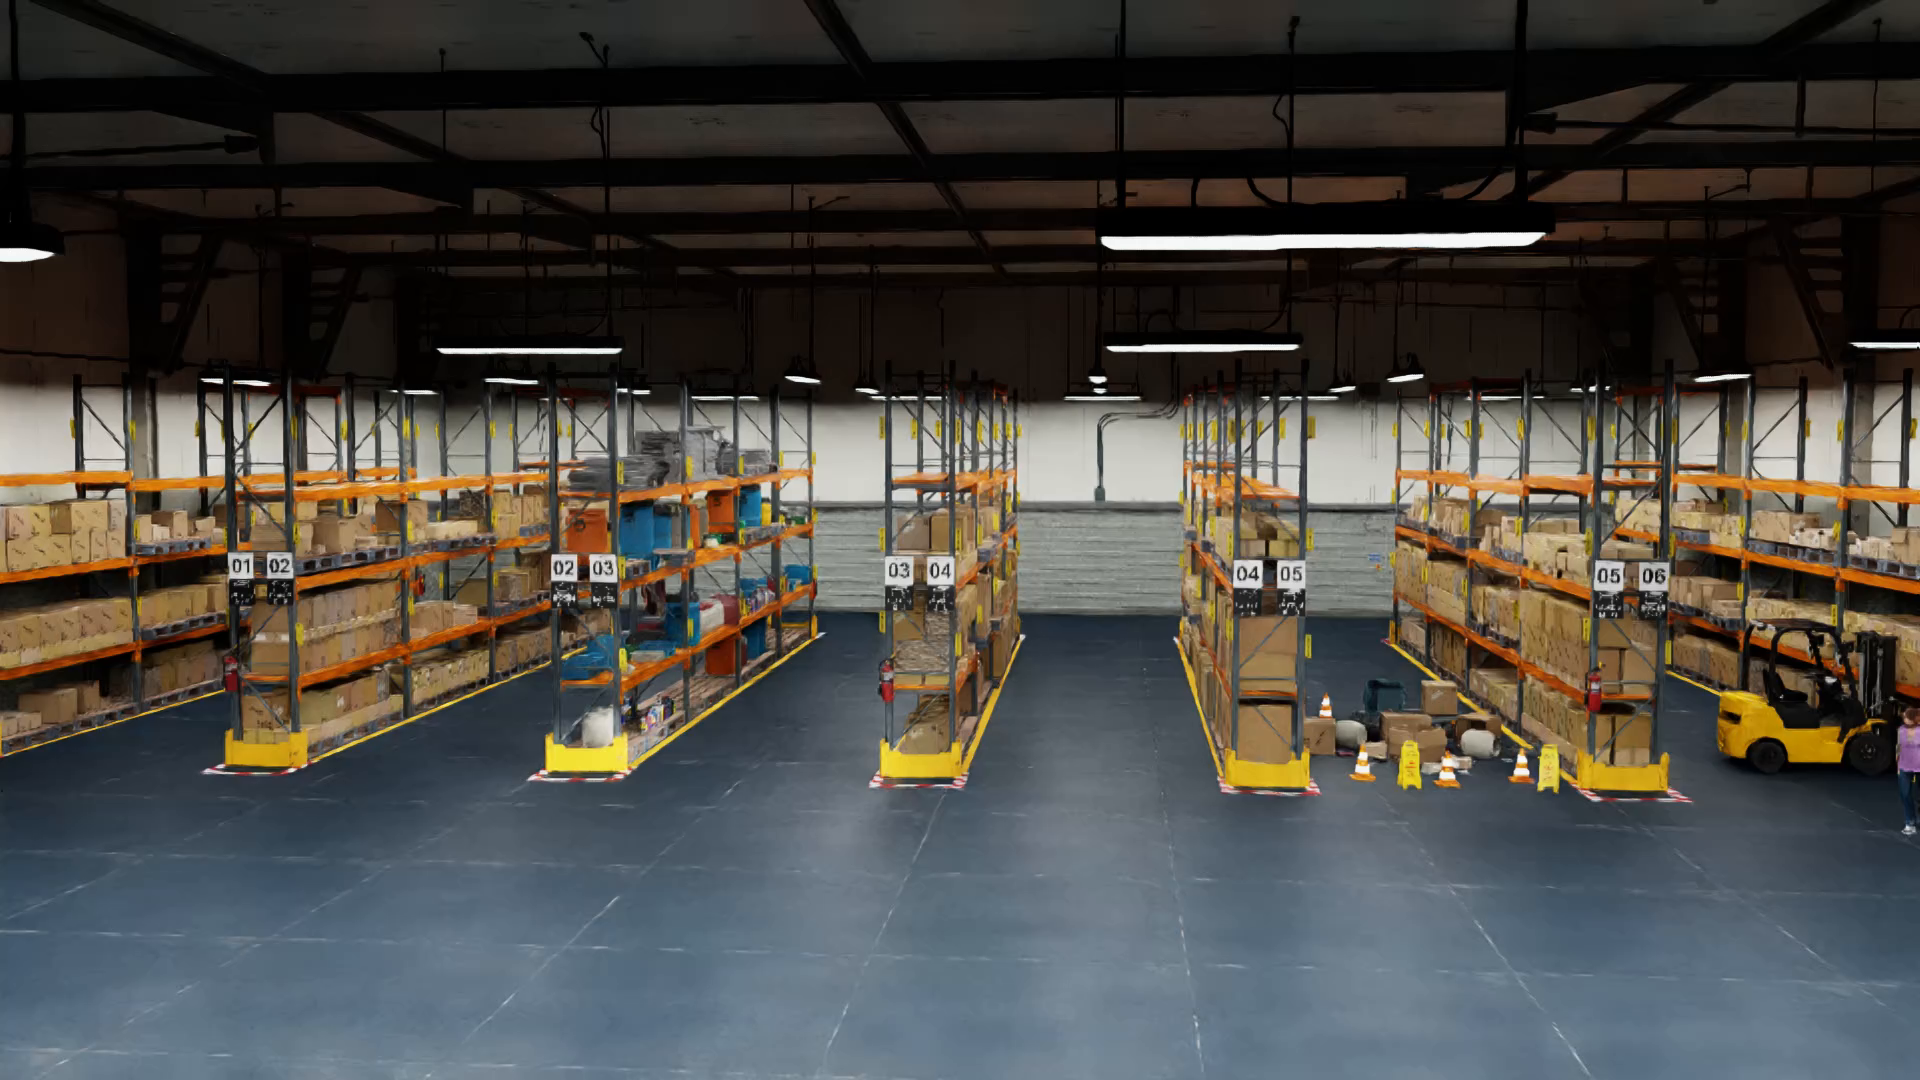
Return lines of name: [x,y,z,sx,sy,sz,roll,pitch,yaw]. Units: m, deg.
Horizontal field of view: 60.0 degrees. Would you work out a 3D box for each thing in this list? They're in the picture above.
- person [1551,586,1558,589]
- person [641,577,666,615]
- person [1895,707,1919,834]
person: [15.085,1.363,41.666,0.459,1.779,0.703,-2,4,-29]
person: [-7.513,1.447,40.784,0.580,1.715,1.101,0,4,-3]
person: [11.907,2.854,20.702,0.462,1.585,0.510,4,5,43]
